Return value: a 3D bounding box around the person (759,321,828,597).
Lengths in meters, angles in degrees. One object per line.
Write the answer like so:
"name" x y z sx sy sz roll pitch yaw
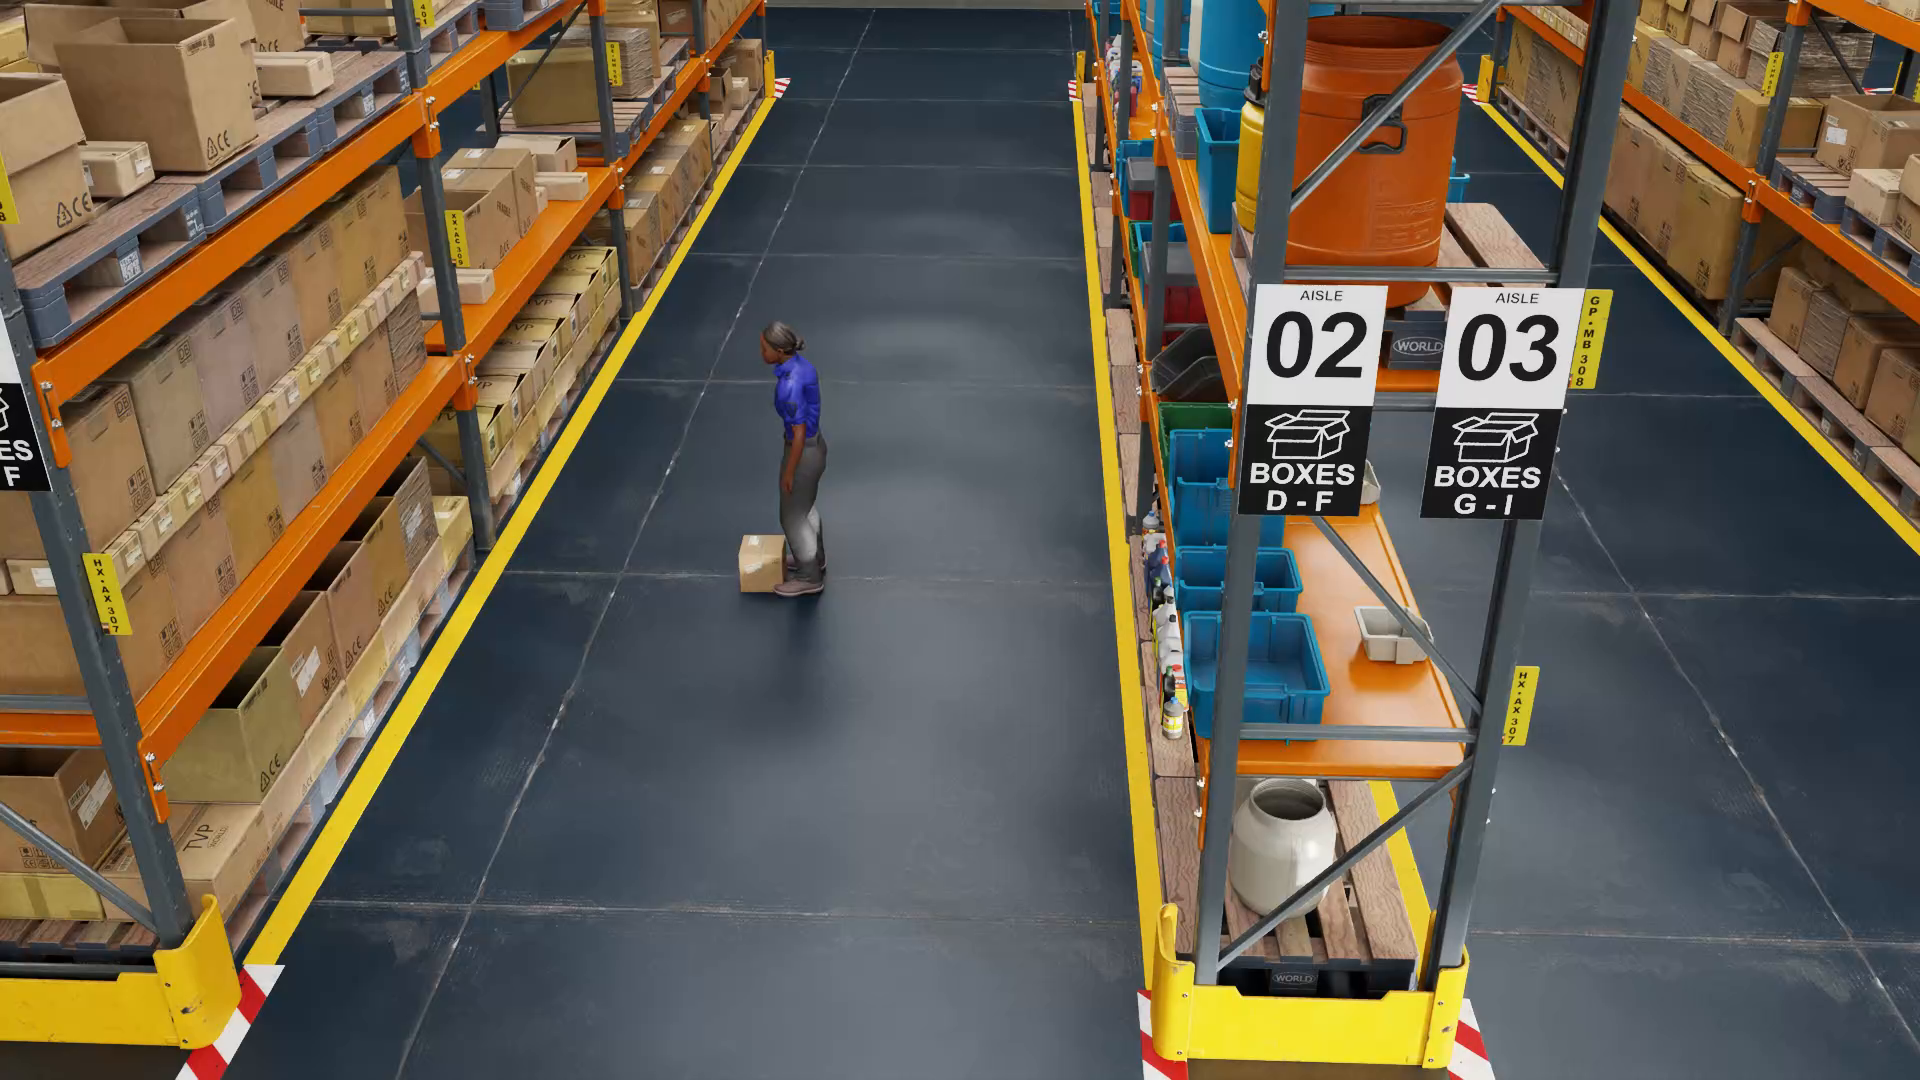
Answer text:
"person" -0.935 -0.483 9.530 0.350 1.655 0.506 0 28 0
